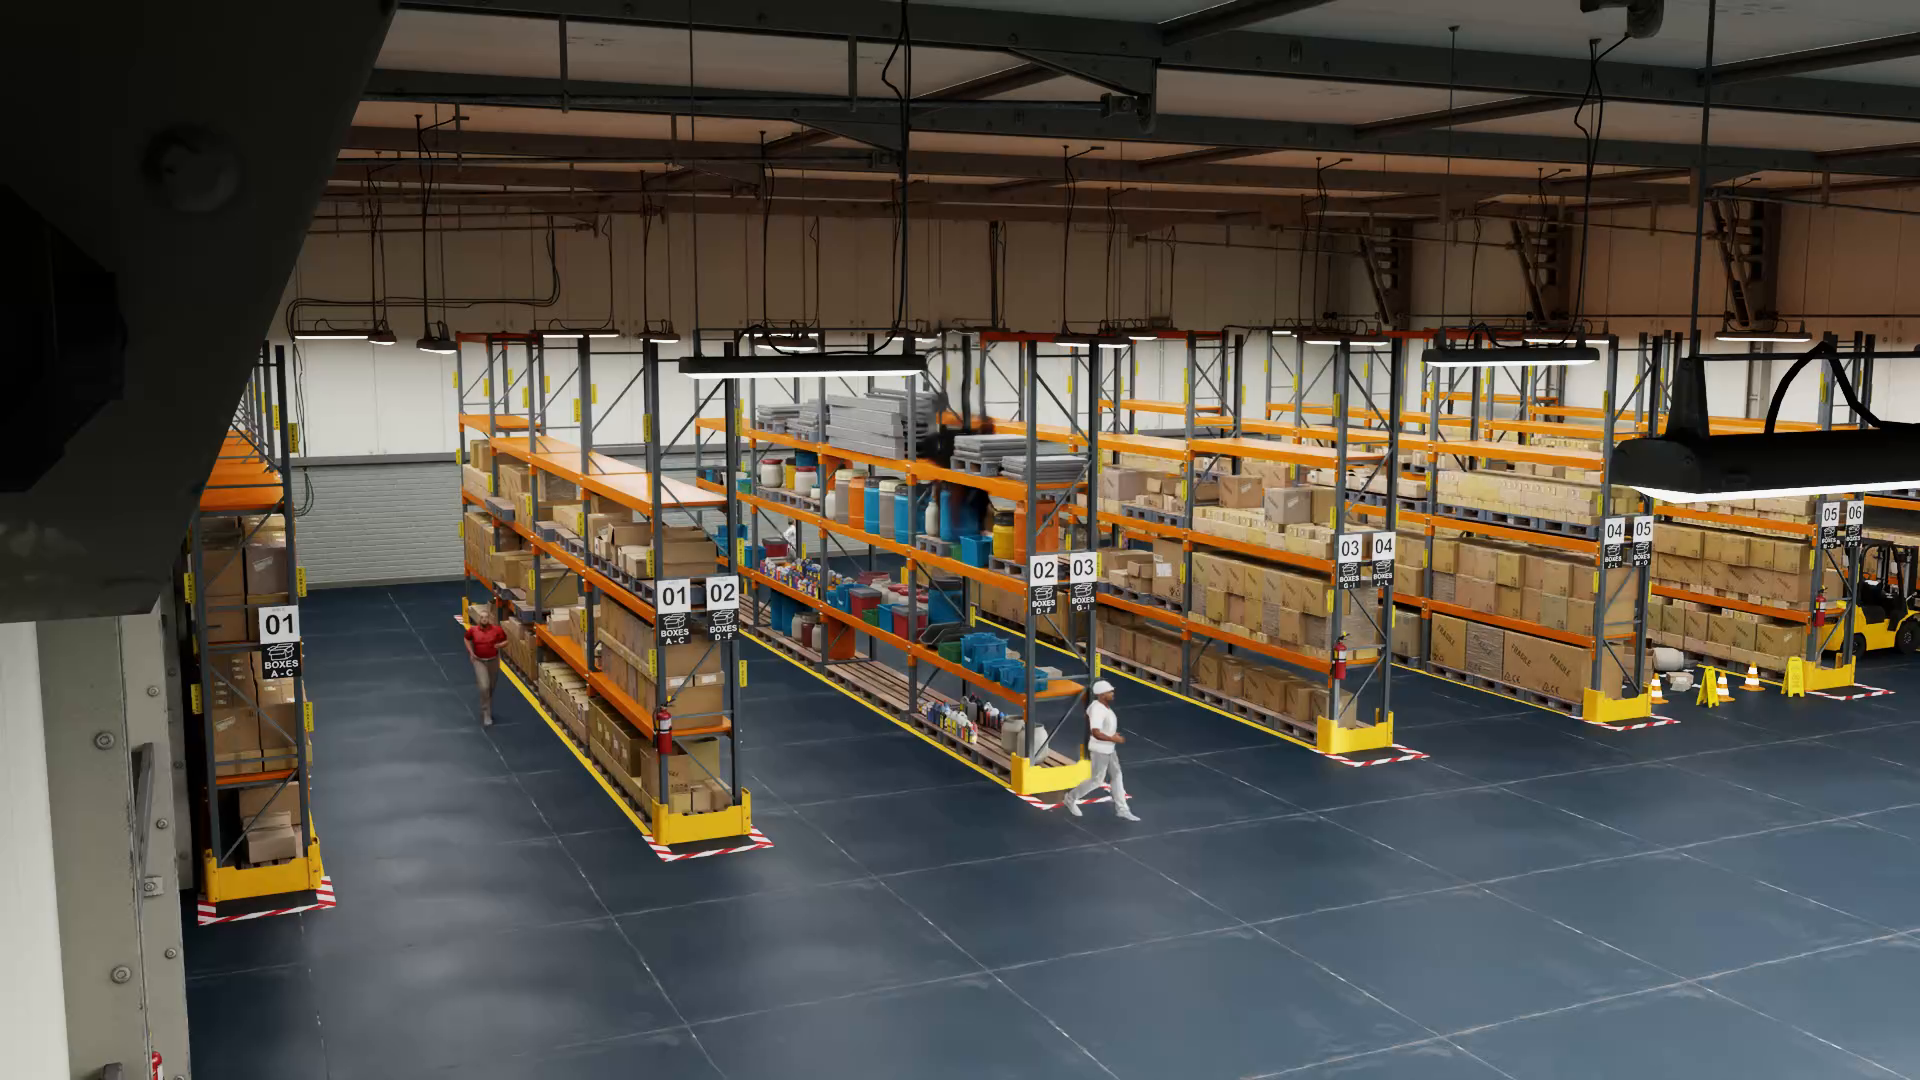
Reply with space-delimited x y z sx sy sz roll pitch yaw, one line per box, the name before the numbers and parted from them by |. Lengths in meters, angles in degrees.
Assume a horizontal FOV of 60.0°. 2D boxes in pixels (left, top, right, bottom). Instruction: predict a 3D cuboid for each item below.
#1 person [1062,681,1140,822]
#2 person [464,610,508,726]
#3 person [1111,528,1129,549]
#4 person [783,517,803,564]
person | 1.792 2.645 20.867 0.984 1.770 0.735 2 8 15
person | -7.410 2.008 26.121 0.637 1.700 0.871 -4 9 -27
person | 3.571 0.506 37.497 0.566 1.588 0.866 -5 9 -33
person | -3.963 0.232 39.226 1.060 1.700 0.586 -2 8 -12
